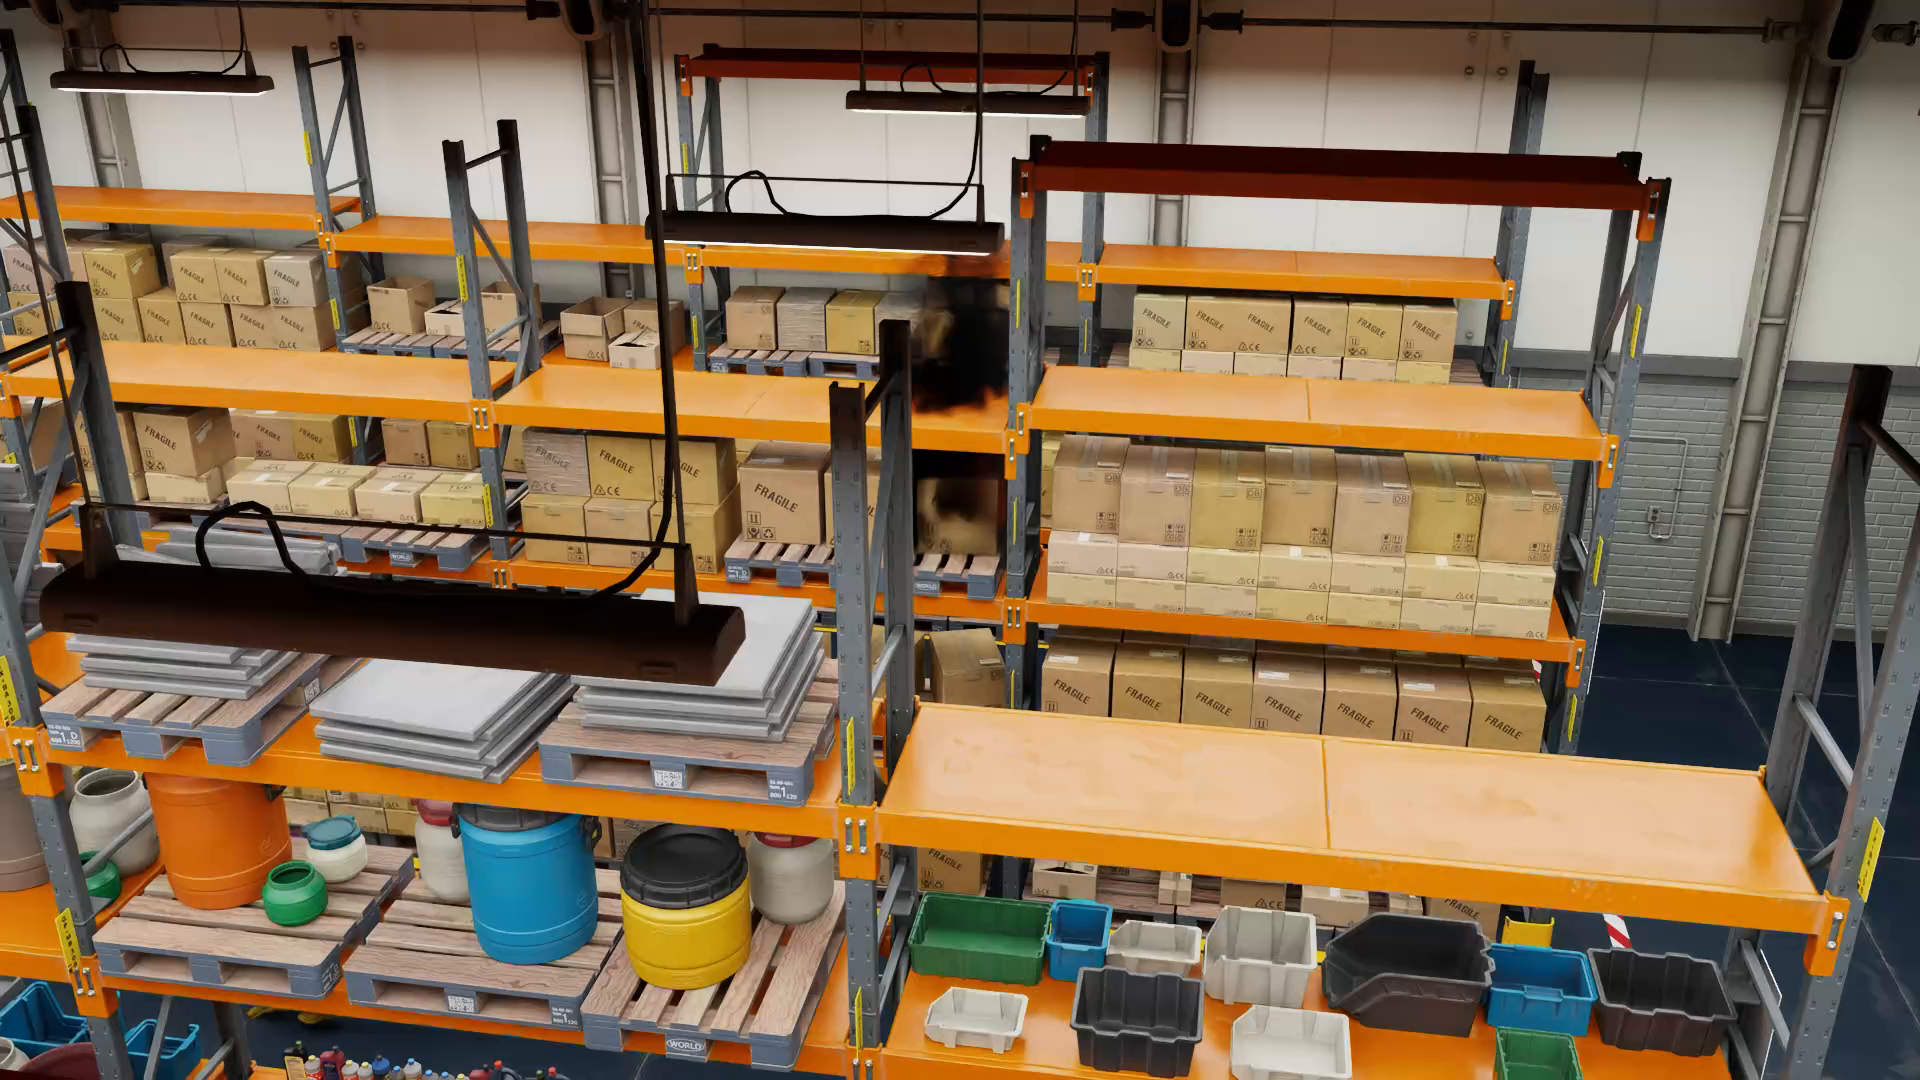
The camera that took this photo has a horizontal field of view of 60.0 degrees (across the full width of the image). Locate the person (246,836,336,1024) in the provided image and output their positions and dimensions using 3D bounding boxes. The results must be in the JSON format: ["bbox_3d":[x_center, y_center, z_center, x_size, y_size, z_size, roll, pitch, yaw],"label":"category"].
[{"bbox_3d":[-4.879,2.721,11.728,0.779,1.833,0.664,2,23,5],"label":"person"}]
